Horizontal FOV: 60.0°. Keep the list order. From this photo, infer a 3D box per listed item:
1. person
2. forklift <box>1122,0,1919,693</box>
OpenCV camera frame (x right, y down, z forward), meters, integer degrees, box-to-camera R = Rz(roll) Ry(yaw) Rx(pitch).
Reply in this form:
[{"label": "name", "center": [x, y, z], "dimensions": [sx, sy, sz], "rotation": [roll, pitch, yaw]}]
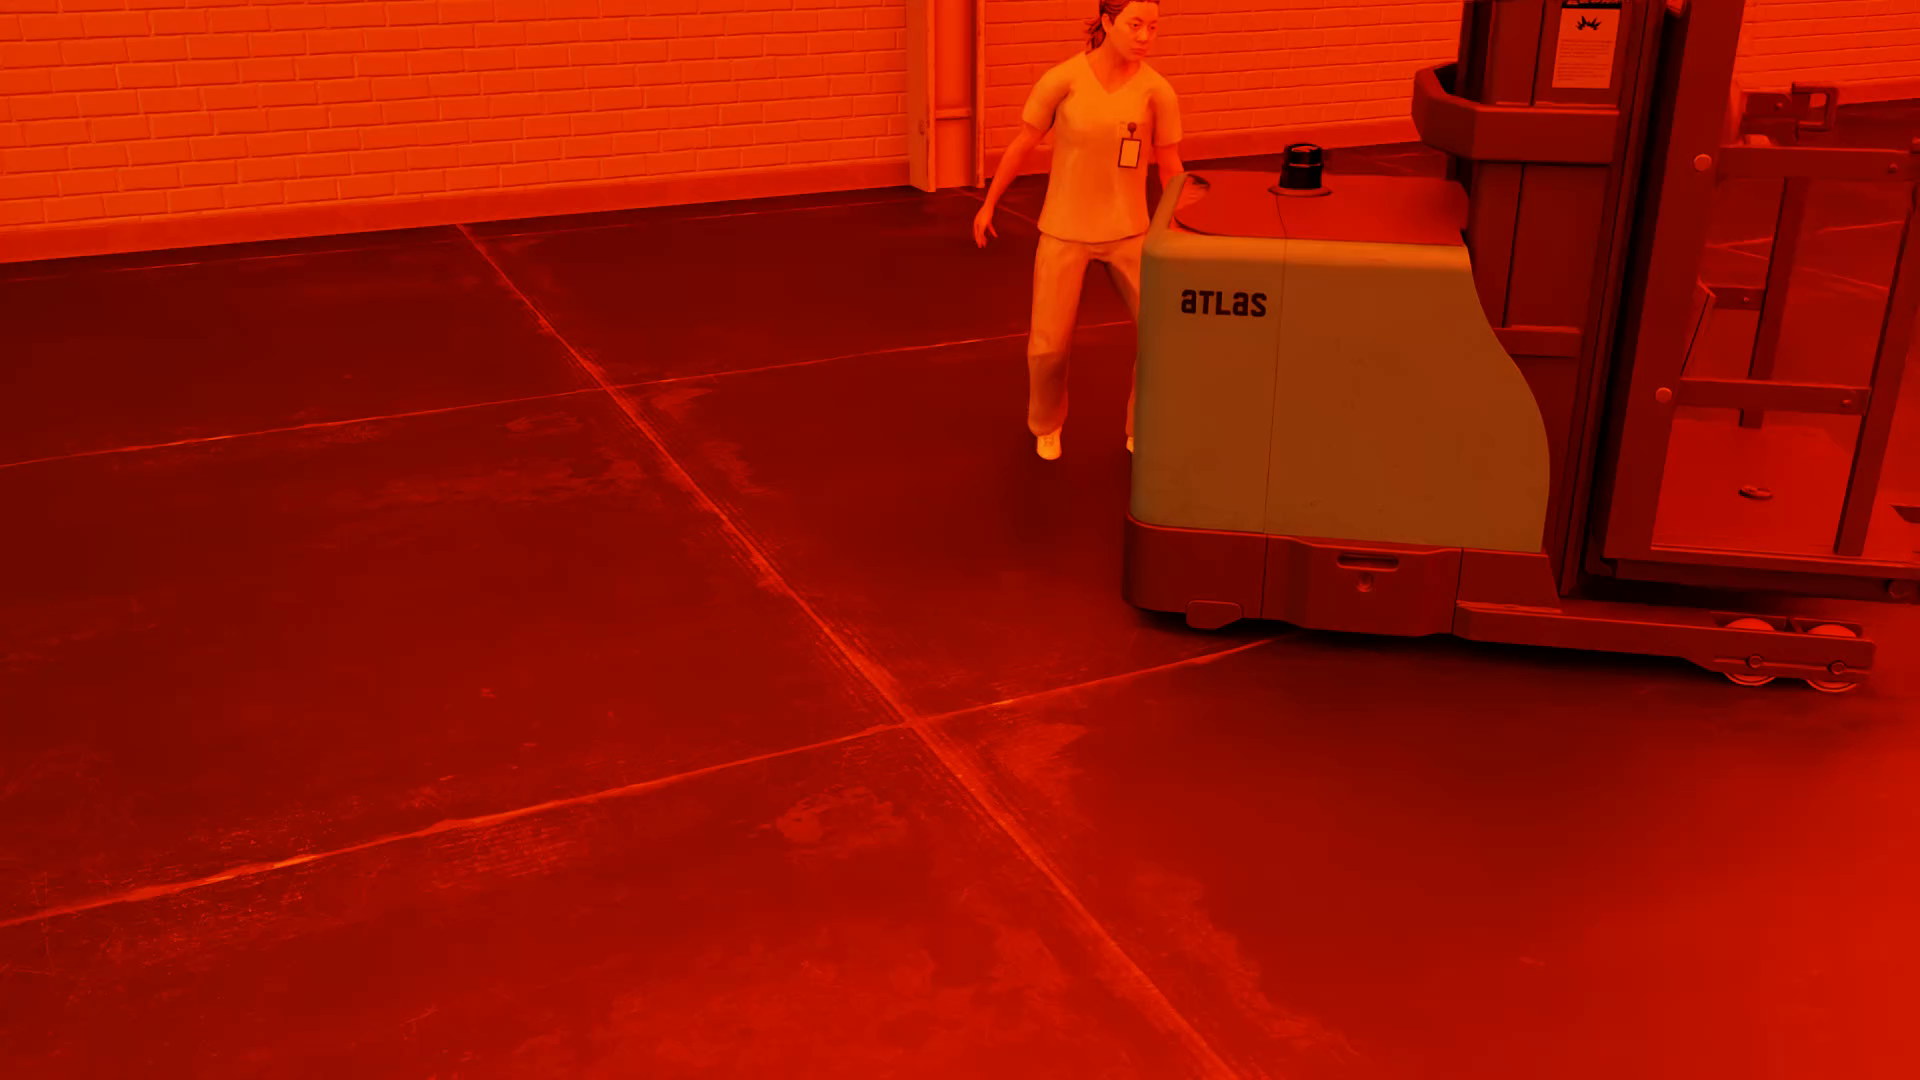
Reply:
[{"label": "person", "center": [0.448, -1.024, 5.539], "dimensions": [0.804, 1.646, 0.478], "rotation": [1, 23, 3]}, {"label": "forklift", "center": [2.012, -1.192, 4.154], "dimensions": [3.031, 2.935, 1.130], "rotation": [4, 23, 10]}]
